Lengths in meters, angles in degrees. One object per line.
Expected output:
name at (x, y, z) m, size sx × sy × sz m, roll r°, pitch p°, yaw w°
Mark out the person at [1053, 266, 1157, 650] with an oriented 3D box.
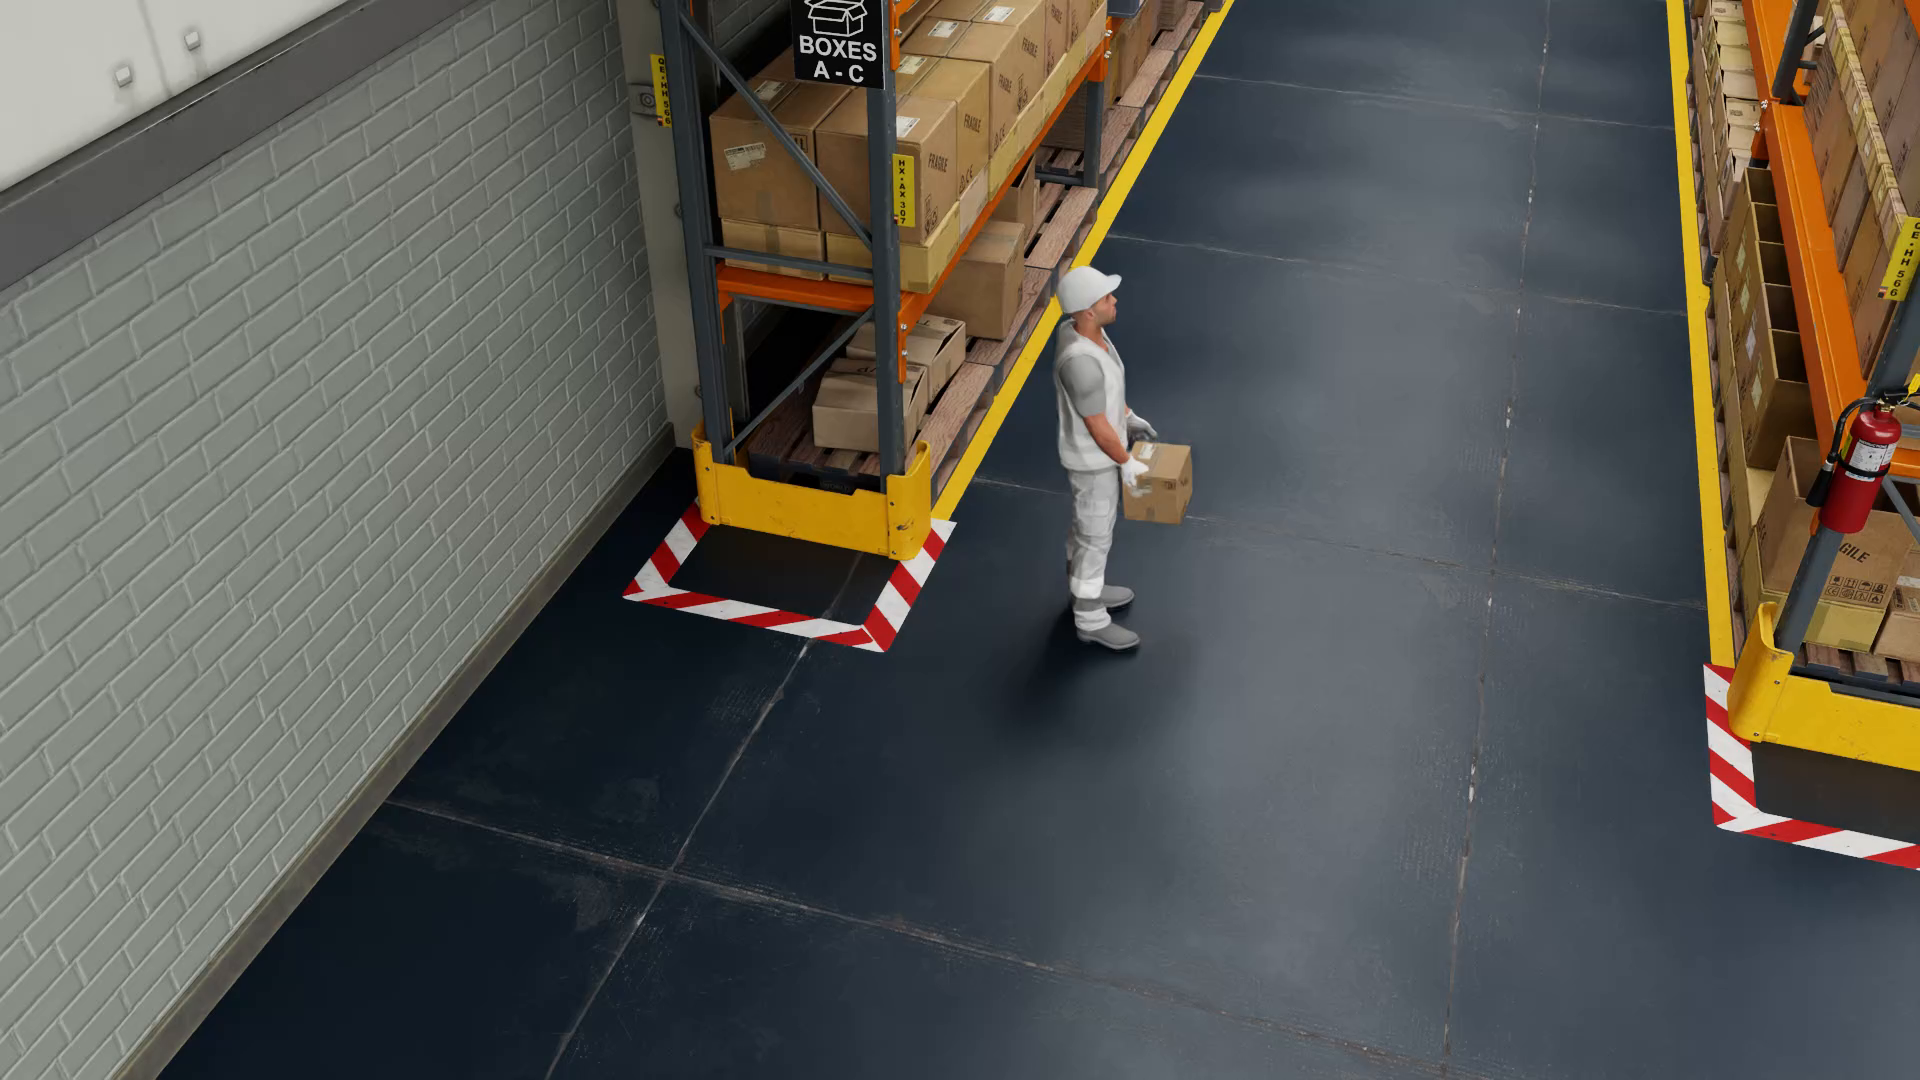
person at (0.635, -0.373, 7.358) m, size 0.480 × 1.794 × 0.561 m, roll 2°, pitch 37°, yaw 3°
